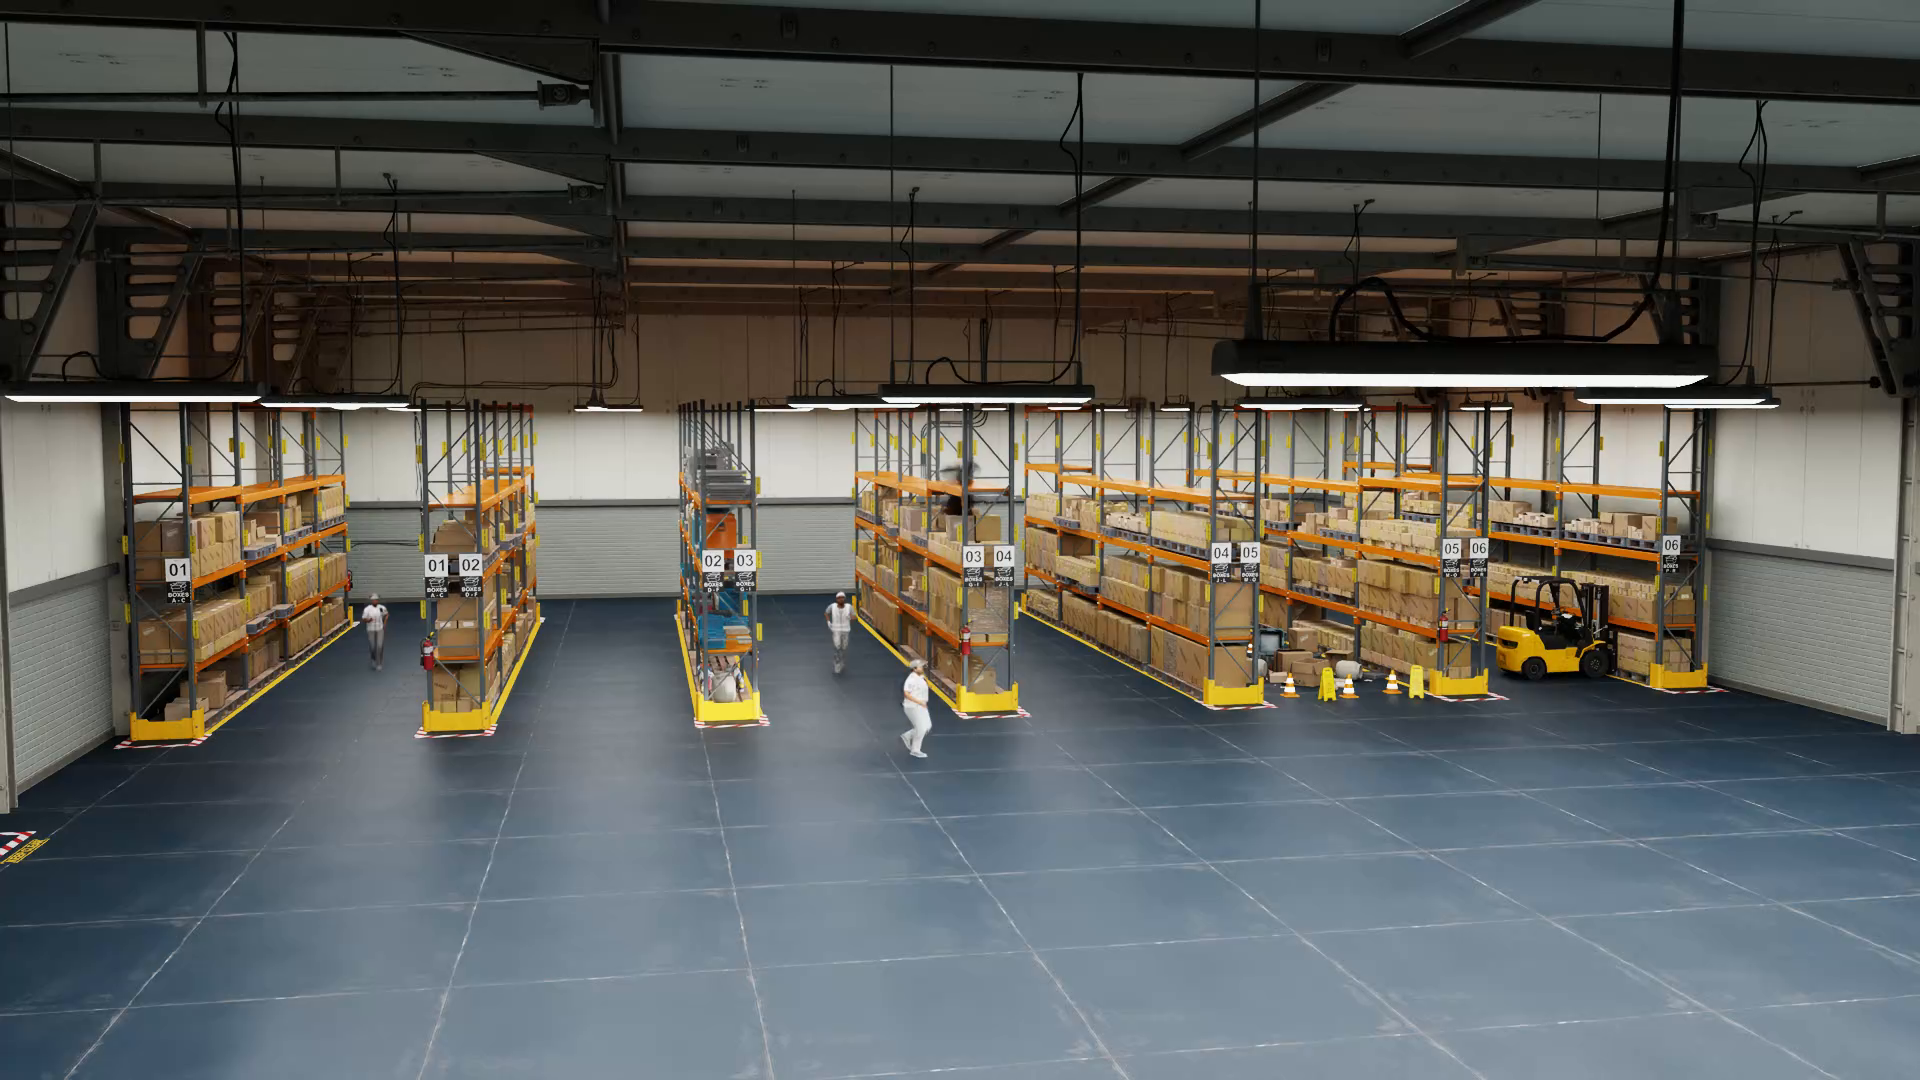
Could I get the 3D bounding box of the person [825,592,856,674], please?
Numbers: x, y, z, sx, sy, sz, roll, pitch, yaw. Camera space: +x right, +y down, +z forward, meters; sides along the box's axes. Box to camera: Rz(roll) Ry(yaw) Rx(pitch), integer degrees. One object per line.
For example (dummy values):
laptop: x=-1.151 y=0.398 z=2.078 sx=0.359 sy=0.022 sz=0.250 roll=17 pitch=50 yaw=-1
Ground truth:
person: x=-2.643 y=2.058 z=37.033 sx=0.657 sy=1.822 sz=0.803 roll=-1 pitch=4 yaw=-14

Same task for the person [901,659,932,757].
person: x=-0.766 y=2.821 z=27.867 sx=0.531 sy=1.627 sz=0.613 roll=2 pitch=5 yaw=20

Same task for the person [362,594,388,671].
person: x=-13.089 y=2.039 z=37.199 sx=0.552 sy=1.691 sz=0.909 roll=-2 pitch=5 yaw=-20
